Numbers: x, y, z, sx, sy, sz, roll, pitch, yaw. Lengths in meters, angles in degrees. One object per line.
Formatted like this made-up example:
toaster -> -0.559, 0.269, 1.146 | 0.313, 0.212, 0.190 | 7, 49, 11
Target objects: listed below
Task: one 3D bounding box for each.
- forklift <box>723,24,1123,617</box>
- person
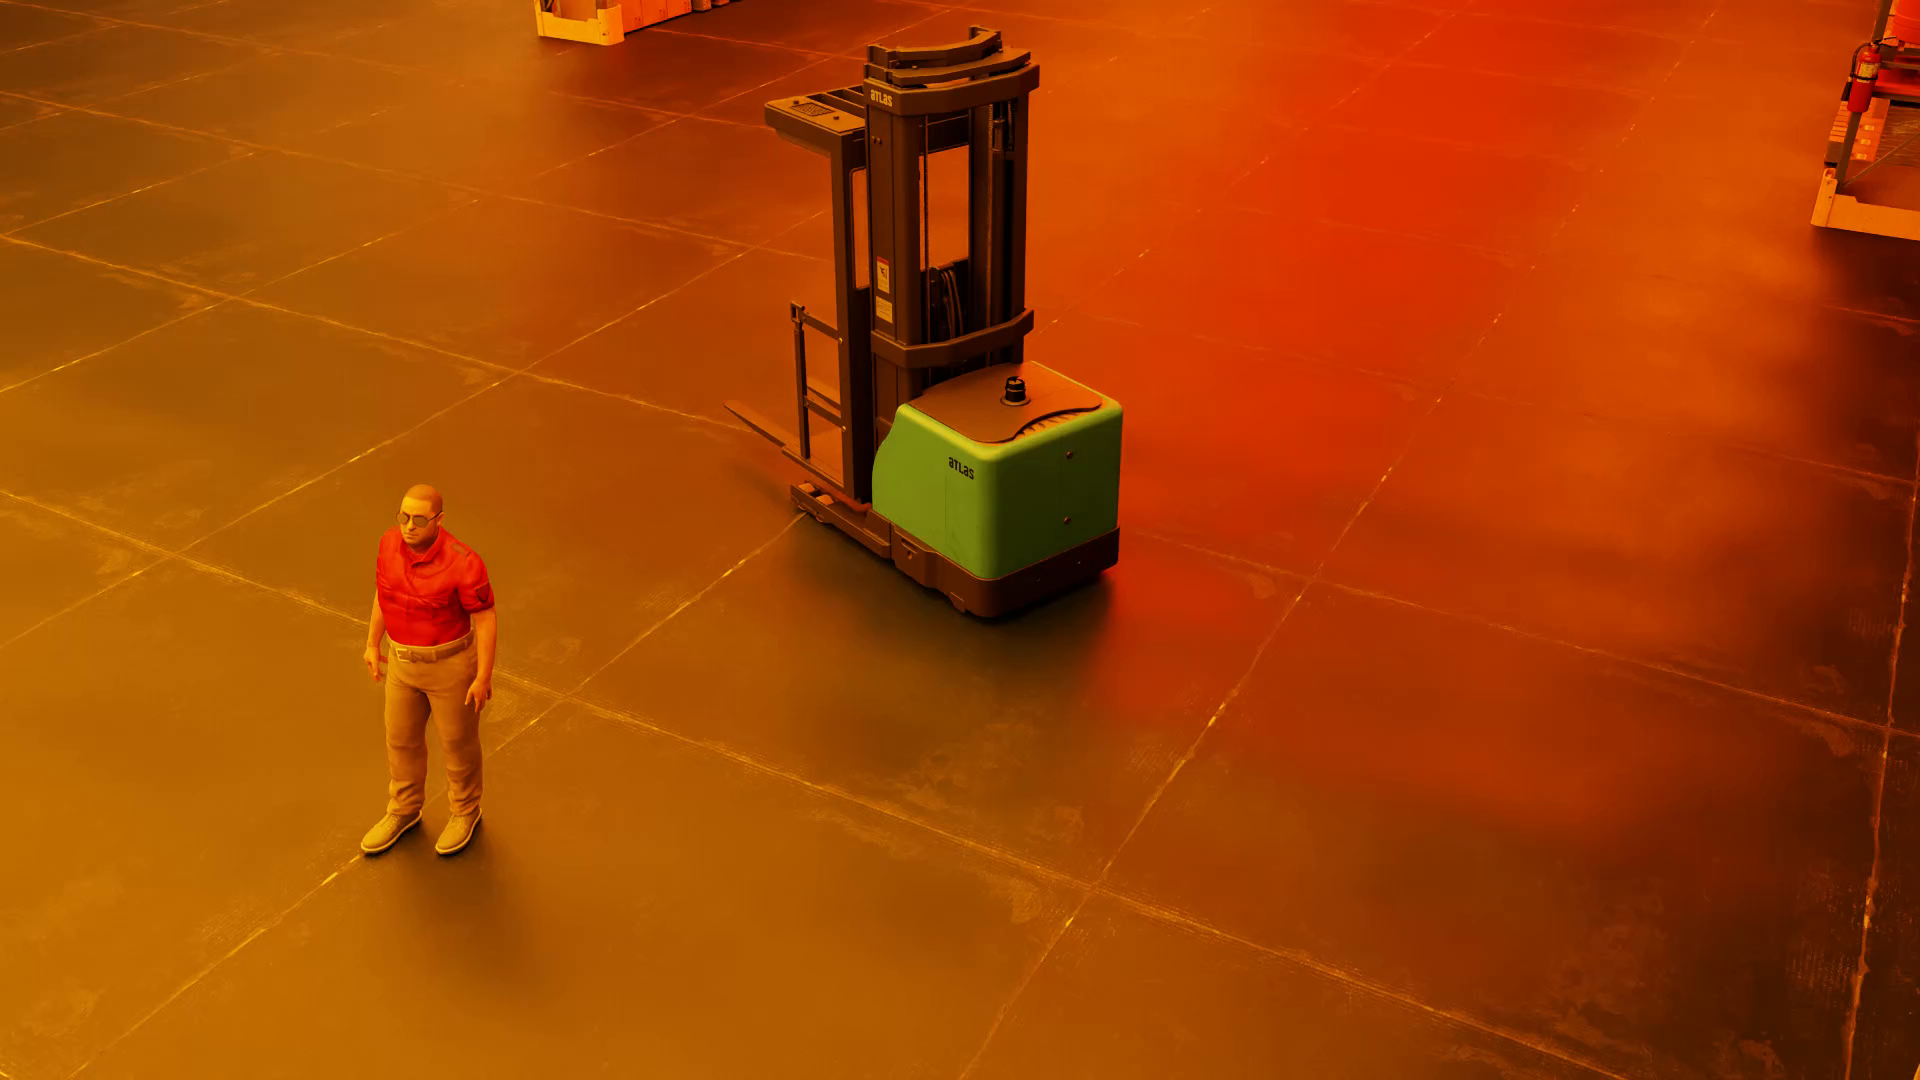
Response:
forklift -> -0.392, -1.515, 9.696 | 1.130, 2.935, 3.031 | -22, 36, -33
person -> -2.347, 0.592, 7.232 | 0.641, 1.727, 0.551 | 10, 32, 17
